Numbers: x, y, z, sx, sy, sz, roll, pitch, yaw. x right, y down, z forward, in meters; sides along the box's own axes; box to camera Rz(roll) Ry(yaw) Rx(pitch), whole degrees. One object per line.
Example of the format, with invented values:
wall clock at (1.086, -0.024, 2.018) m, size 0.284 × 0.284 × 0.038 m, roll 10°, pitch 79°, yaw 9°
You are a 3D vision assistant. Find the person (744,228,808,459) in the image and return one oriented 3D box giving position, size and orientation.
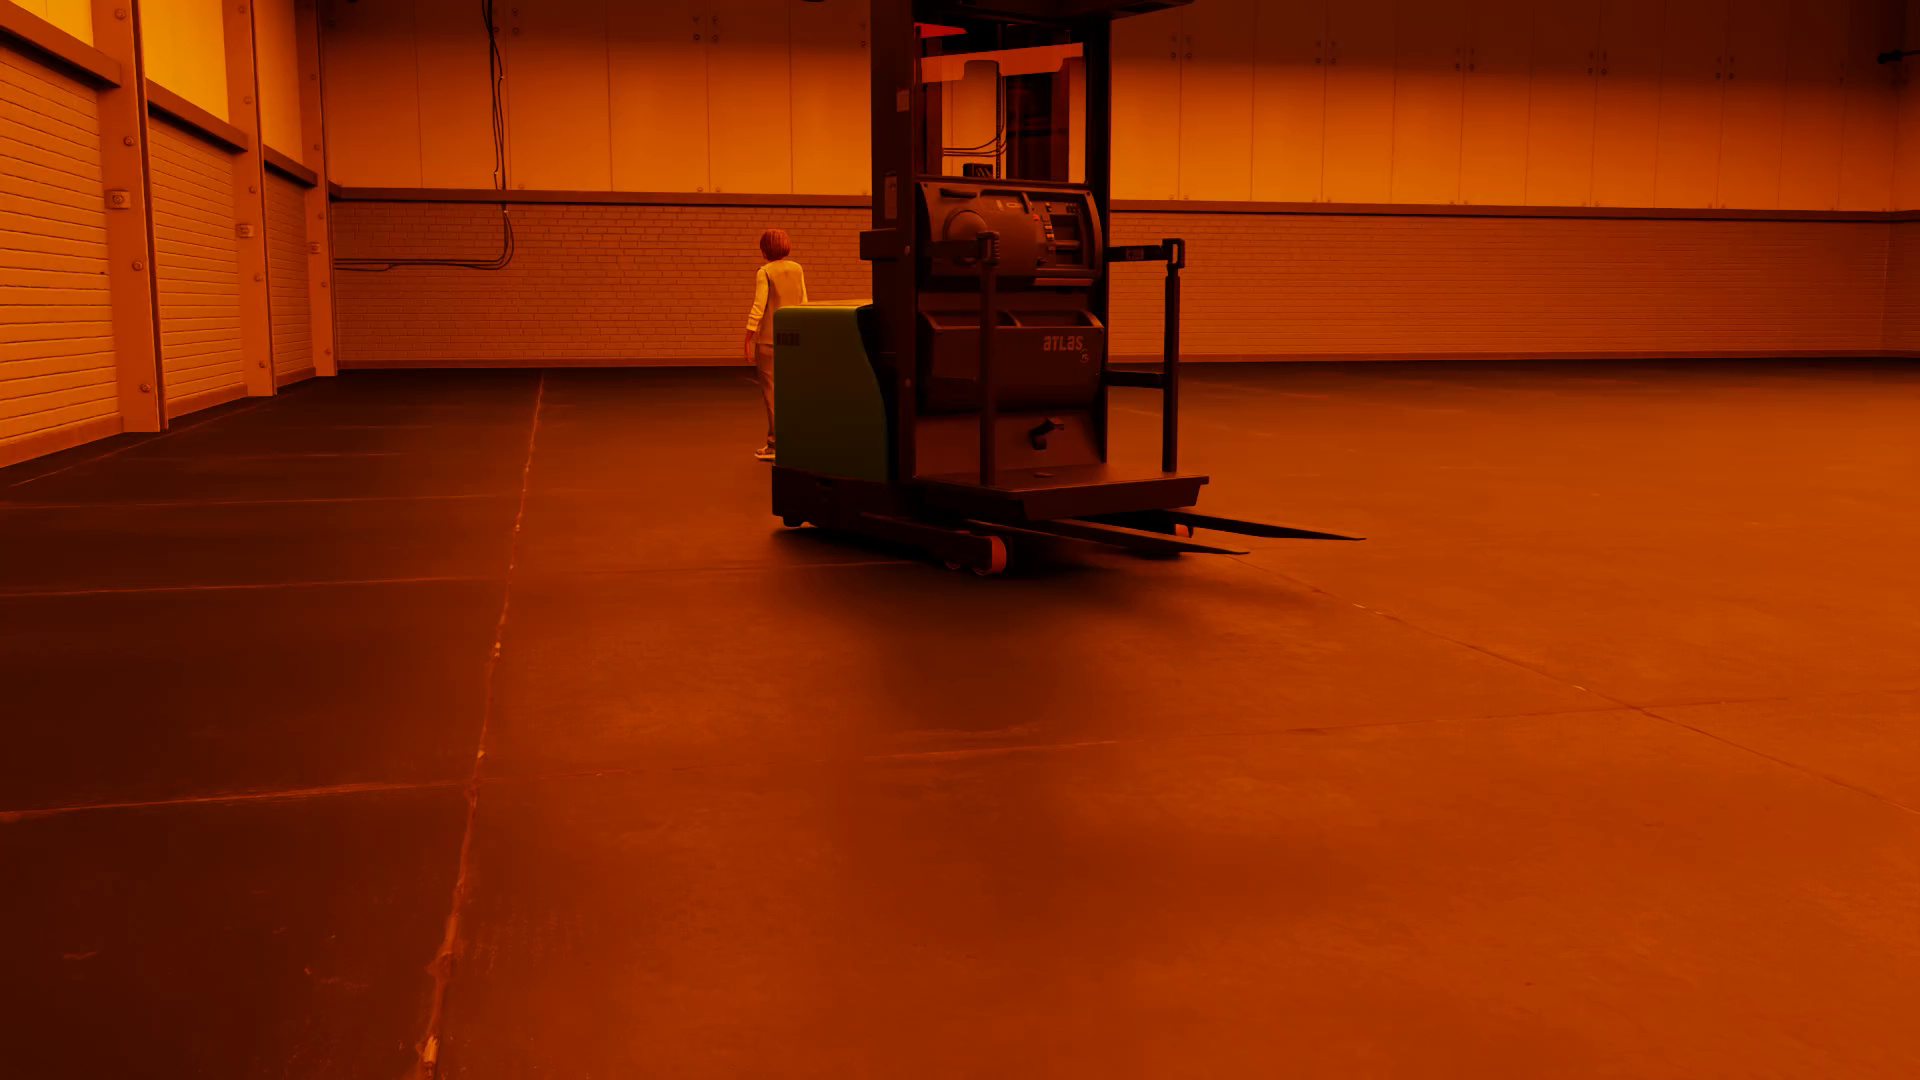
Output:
person at (-1.318, -1.365, 11.641) m, size 0.520 × 1.597 × 0.475 m, roll -7°, pitch 11°, yaw -42°

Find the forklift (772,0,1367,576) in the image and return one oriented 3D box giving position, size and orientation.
forklift at (0.355, -1.383, 7.015) m, size 1.130 × 2.935 × 3.031 m, roll -6°, pitch 10°, yaw -35°
